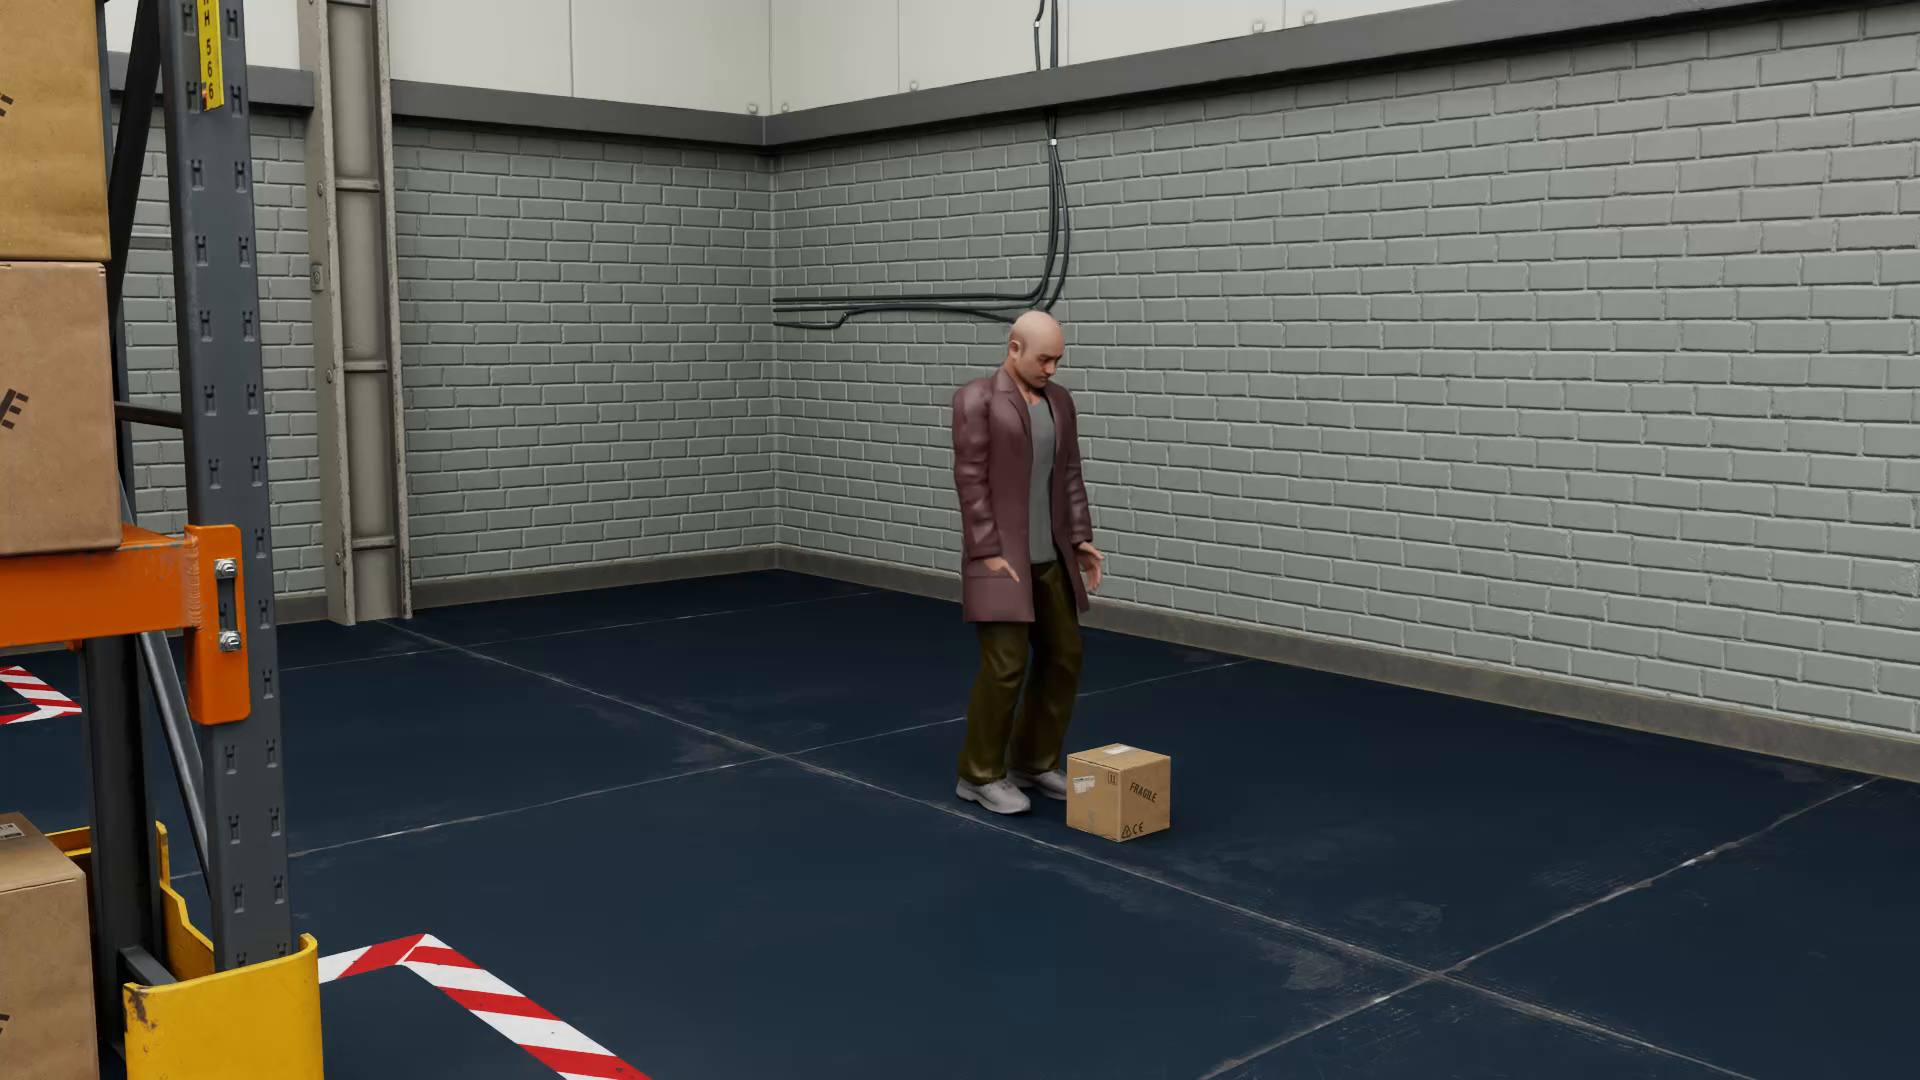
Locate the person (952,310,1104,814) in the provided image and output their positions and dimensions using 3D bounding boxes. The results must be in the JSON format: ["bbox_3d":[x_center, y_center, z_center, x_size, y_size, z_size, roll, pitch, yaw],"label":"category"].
[{"bbox_3d":[0.239,0.070,5.927,0.575,1.751,0.389,-6,9,-40],"label":"person"}]
